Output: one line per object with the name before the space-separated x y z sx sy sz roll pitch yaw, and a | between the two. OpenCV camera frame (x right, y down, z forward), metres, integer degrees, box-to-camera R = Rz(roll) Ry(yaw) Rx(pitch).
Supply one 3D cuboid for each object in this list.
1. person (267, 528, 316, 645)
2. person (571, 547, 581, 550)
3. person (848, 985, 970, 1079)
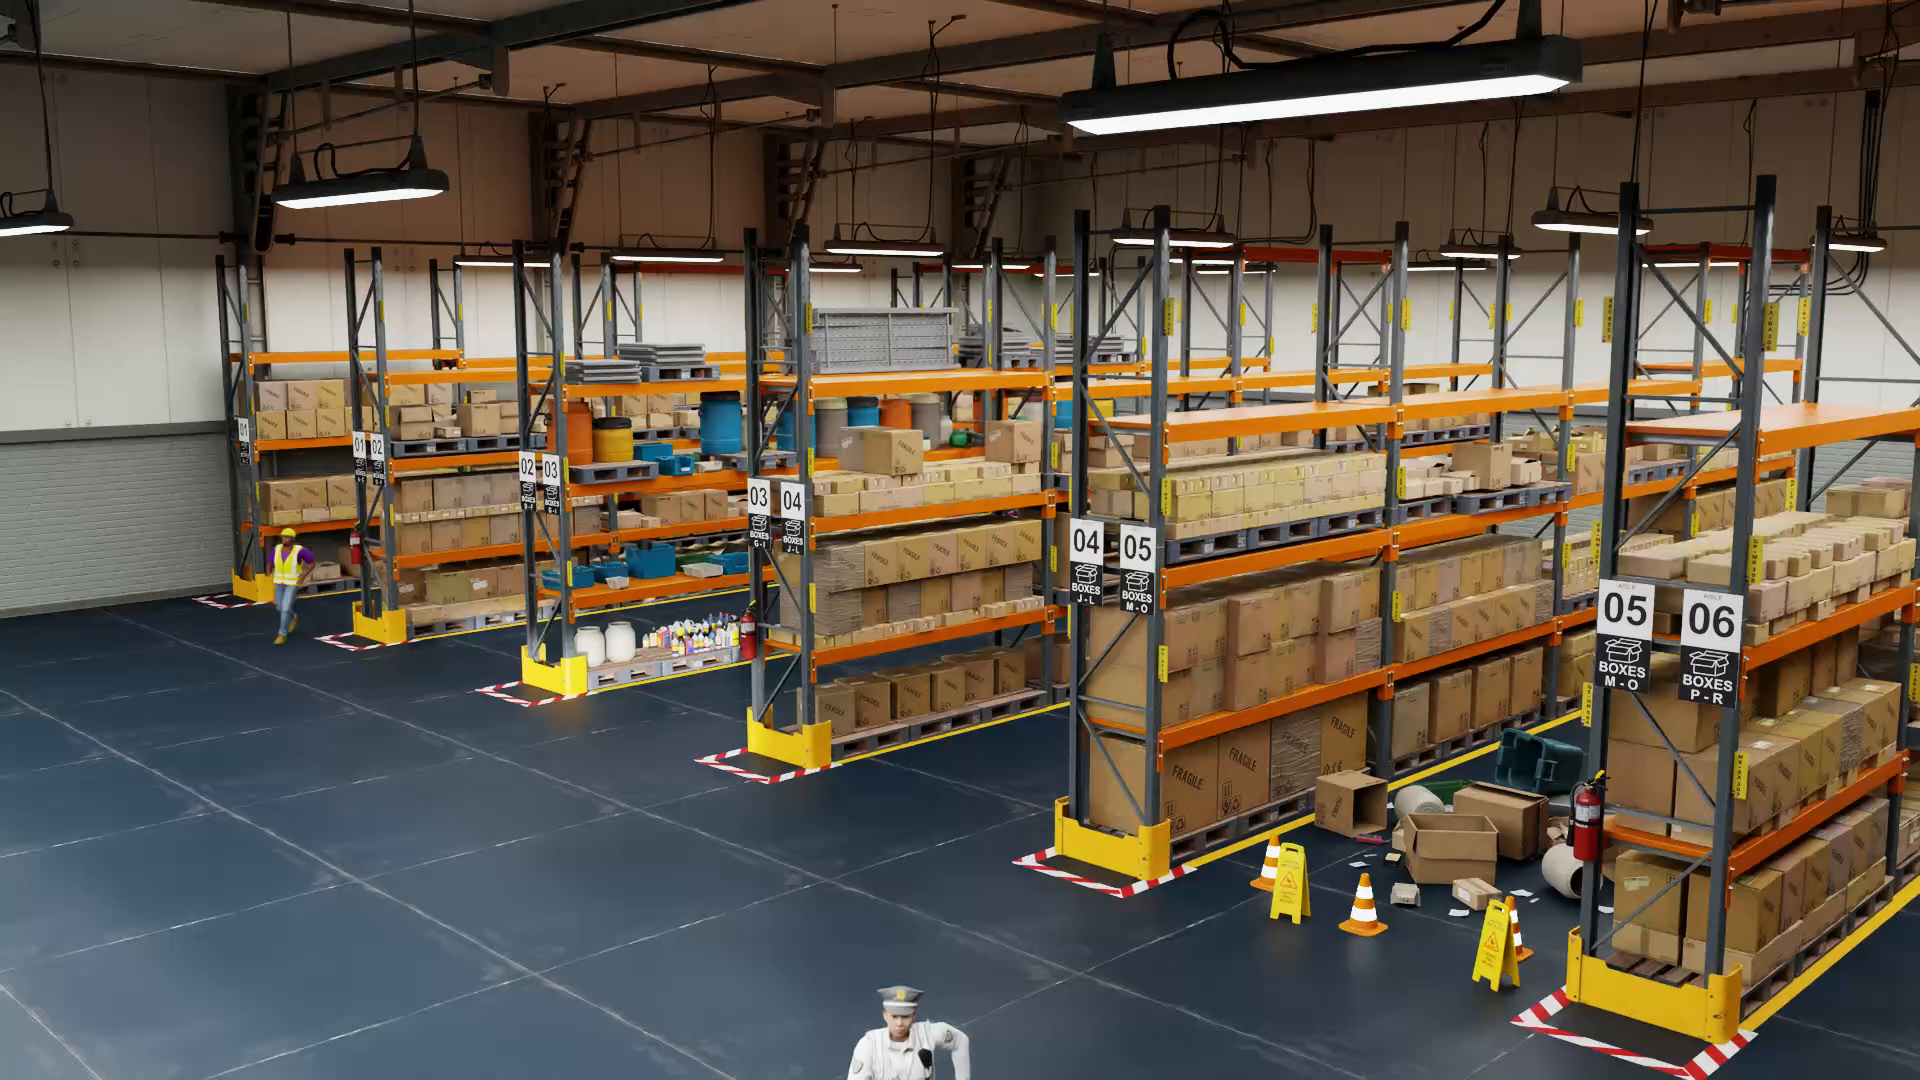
person | -10.327 0.679 25.653 0.707 1.760 0.855 1 8 6
person | -6.959 0.120 30.103 0.513 1.559 0.601 6 10 38
person | -0.273 3.105 8.789 0.640 1.694 0.801 0 8 2
